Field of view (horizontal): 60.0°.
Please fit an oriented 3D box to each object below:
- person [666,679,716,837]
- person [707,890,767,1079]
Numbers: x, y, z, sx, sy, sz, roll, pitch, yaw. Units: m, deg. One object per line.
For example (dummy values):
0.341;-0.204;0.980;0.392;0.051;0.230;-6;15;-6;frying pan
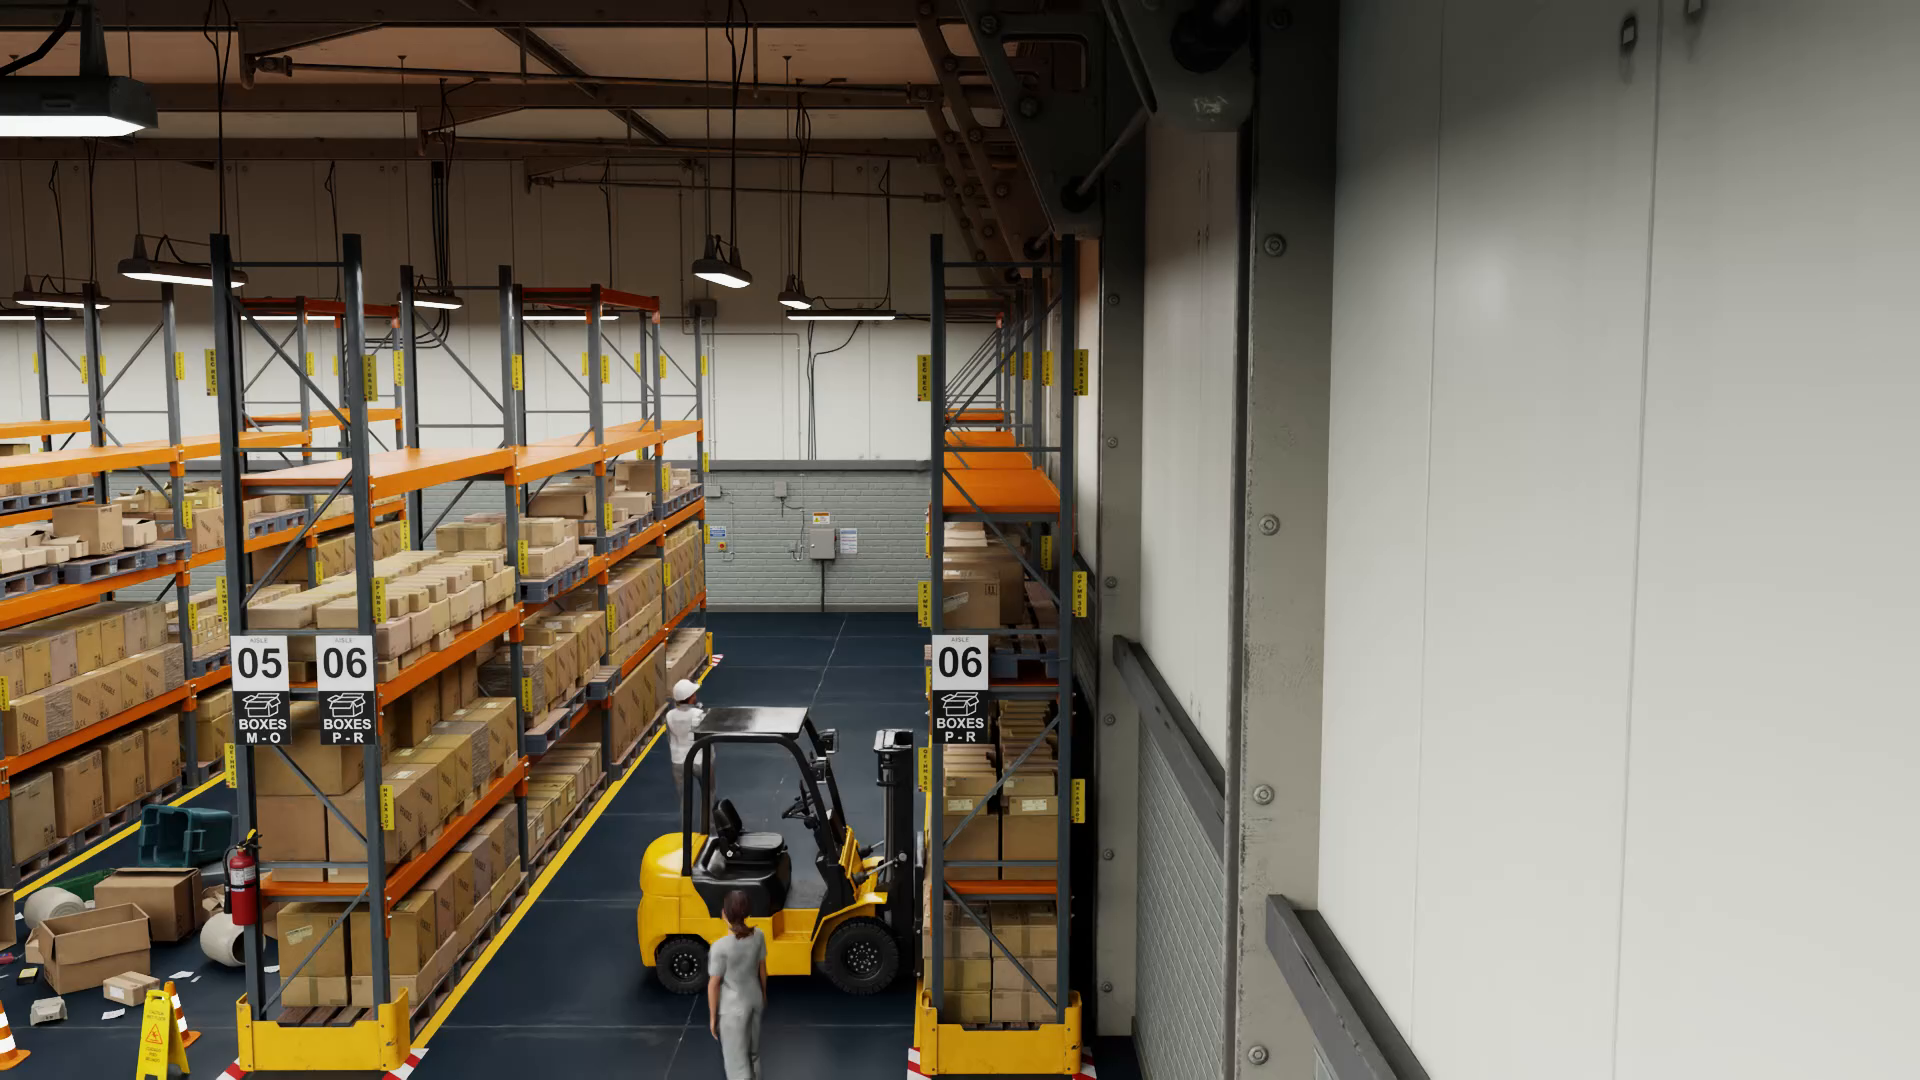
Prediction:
-2.748;2.289;16.979;0.495;1.791;0.689;0;6;-4;person
-1.454;3.132;11.046;0.381;1.696;0.560;3;7;27;person
